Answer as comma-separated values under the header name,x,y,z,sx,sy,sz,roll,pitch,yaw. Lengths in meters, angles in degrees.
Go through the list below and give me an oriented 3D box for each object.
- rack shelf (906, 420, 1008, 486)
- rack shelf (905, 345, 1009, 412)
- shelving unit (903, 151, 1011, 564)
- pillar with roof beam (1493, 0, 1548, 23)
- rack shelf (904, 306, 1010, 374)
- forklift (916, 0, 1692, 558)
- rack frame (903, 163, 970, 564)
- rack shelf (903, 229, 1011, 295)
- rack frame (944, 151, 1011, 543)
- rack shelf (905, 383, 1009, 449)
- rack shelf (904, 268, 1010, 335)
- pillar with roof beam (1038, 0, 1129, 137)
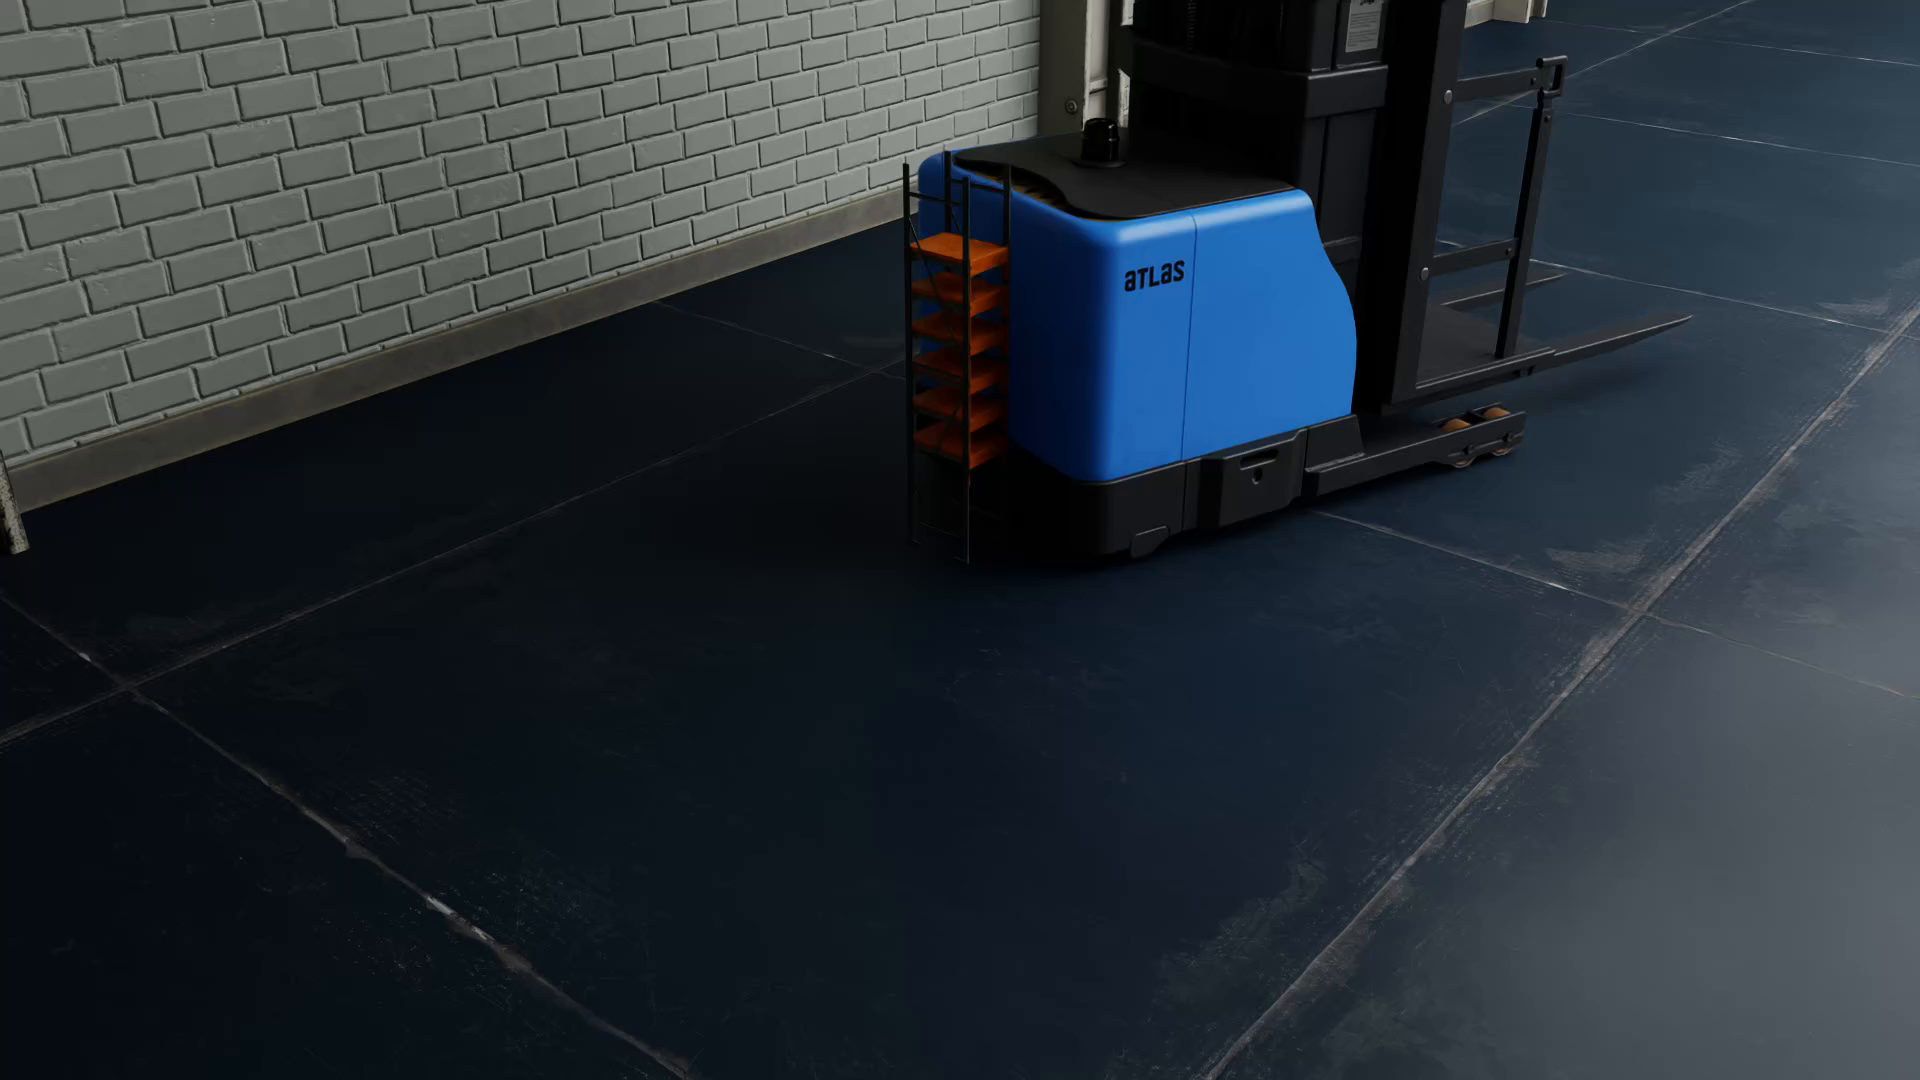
name,x,y,z,sx,sy,sz,roll,pitch,yaw
rack shelf,-0.009,-0.275,5.095,0.258,0.103,0.180,21,34,34
rack shelf,-0.009,-0.488,4.985,0.258,0.103,0.180,21,34,34
shelving unit,-0.009,-0.528,4.964,0.258,1.200,0.189,21,34,34
pillar with roof beam,7.803,-6.942,8.876,9.100,9.000,0.400,21,34,34
rack shelf,-0.009,-0.595,4.930,0.258,0.103,0.180,21,34,34
forklift,1.376,-1.739,5.422,3.031,2.935,1.130,-16,31,-28
rack frame,-0.067,-0.495,4.902,0.240,1.200,0.006,21,34,34
rack shelf,-0.009,-0.808,4.819,0.258,0.103,0.180,21,34,34
rack frame,0.049,-0.560,5.027,0.240,1.200,0.006,21,34,34
rack shelf,-0.009,-0.382,5.040,0.258,0.103,0.180,21,34,34
rack shelf,-0.009,-0.701,4.875,0.258,0.103,0.180,21,34,34
pillar with roof beam,3.986,-4.815,4.764,9.100,9.000,0.400,21,34,34
